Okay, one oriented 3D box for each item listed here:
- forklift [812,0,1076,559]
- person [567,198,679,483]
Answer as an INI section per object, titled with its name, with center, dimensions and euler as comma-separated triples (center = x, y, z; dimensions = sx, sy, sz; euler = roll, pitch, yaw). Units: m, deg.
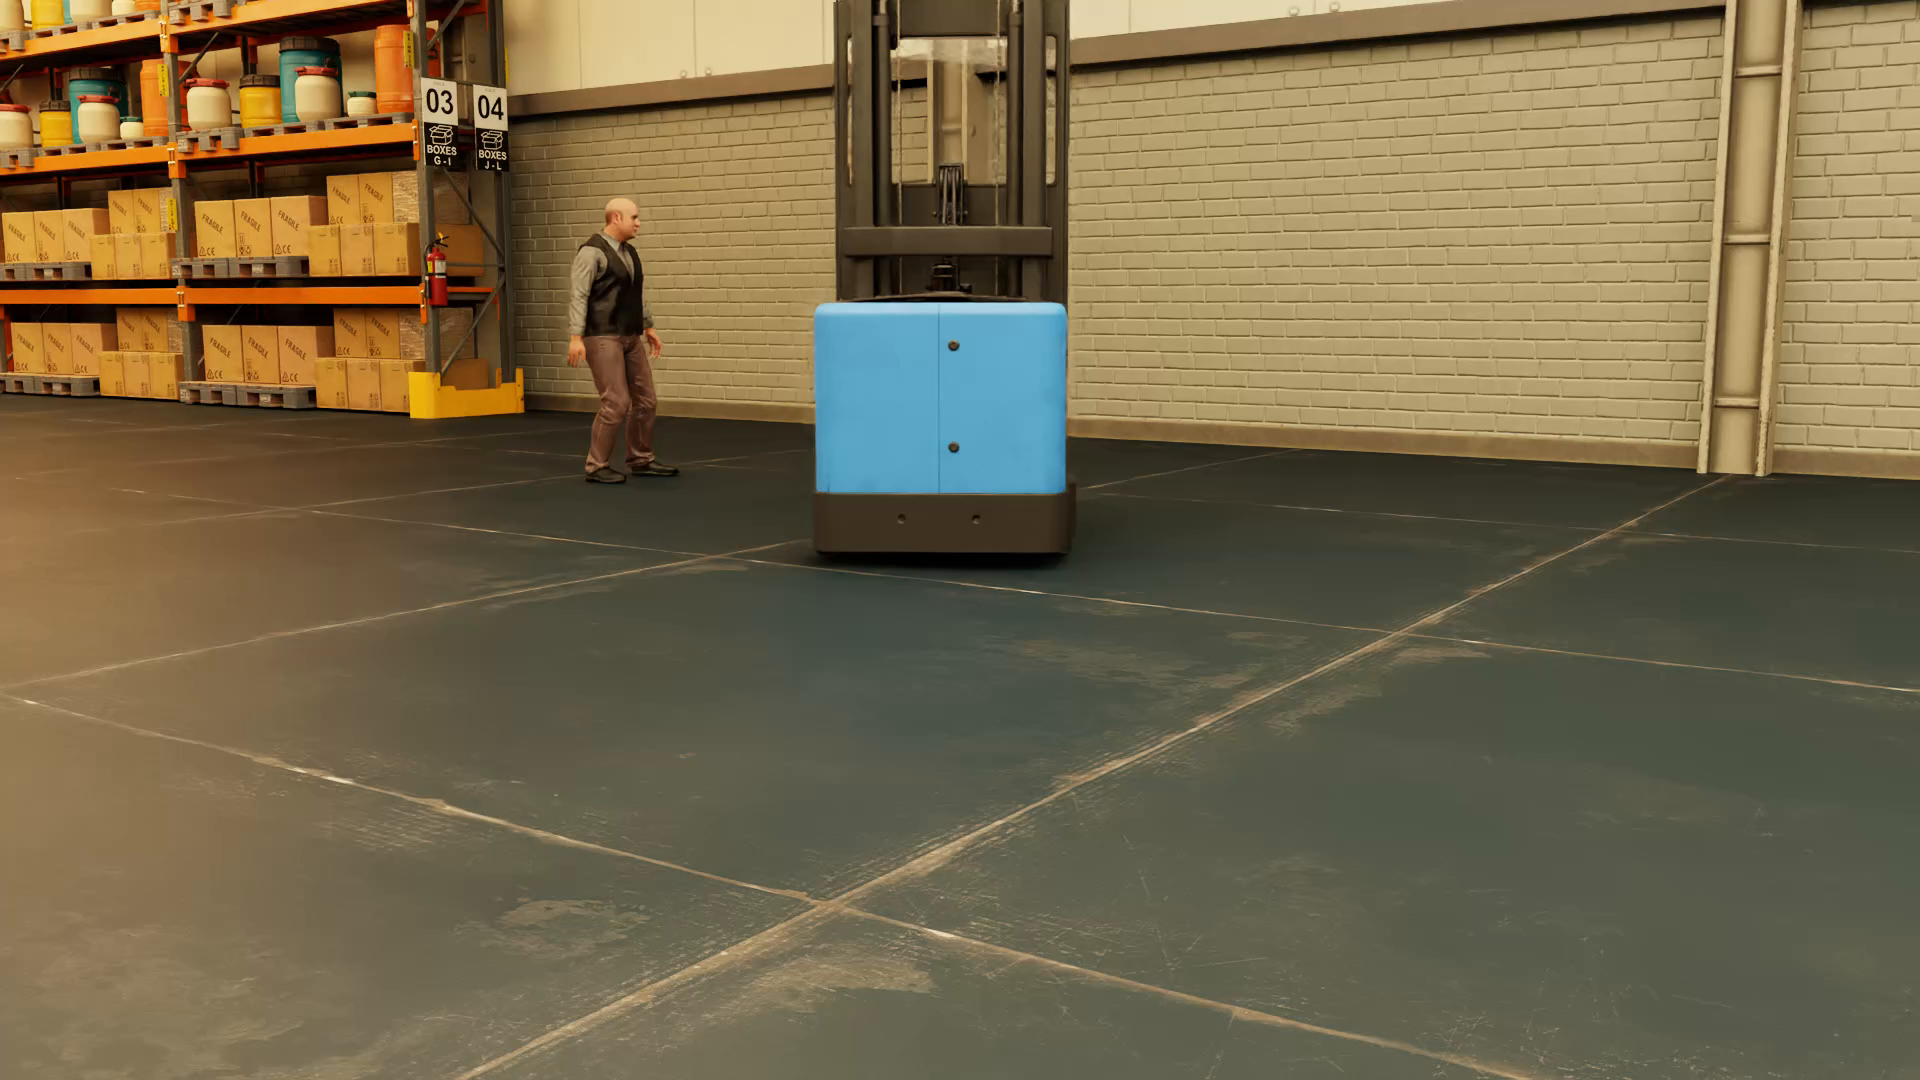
[forklift]
center = -0.029, -1.541, 8.032
dimensions = 1.130, 2.935, 3.031
euler = 0, 8, 2
[person]
center = -2.074, -1.205, 10.057
dimensions = 0.395, 1.696, 0.795
euler = 3, 9, 20
